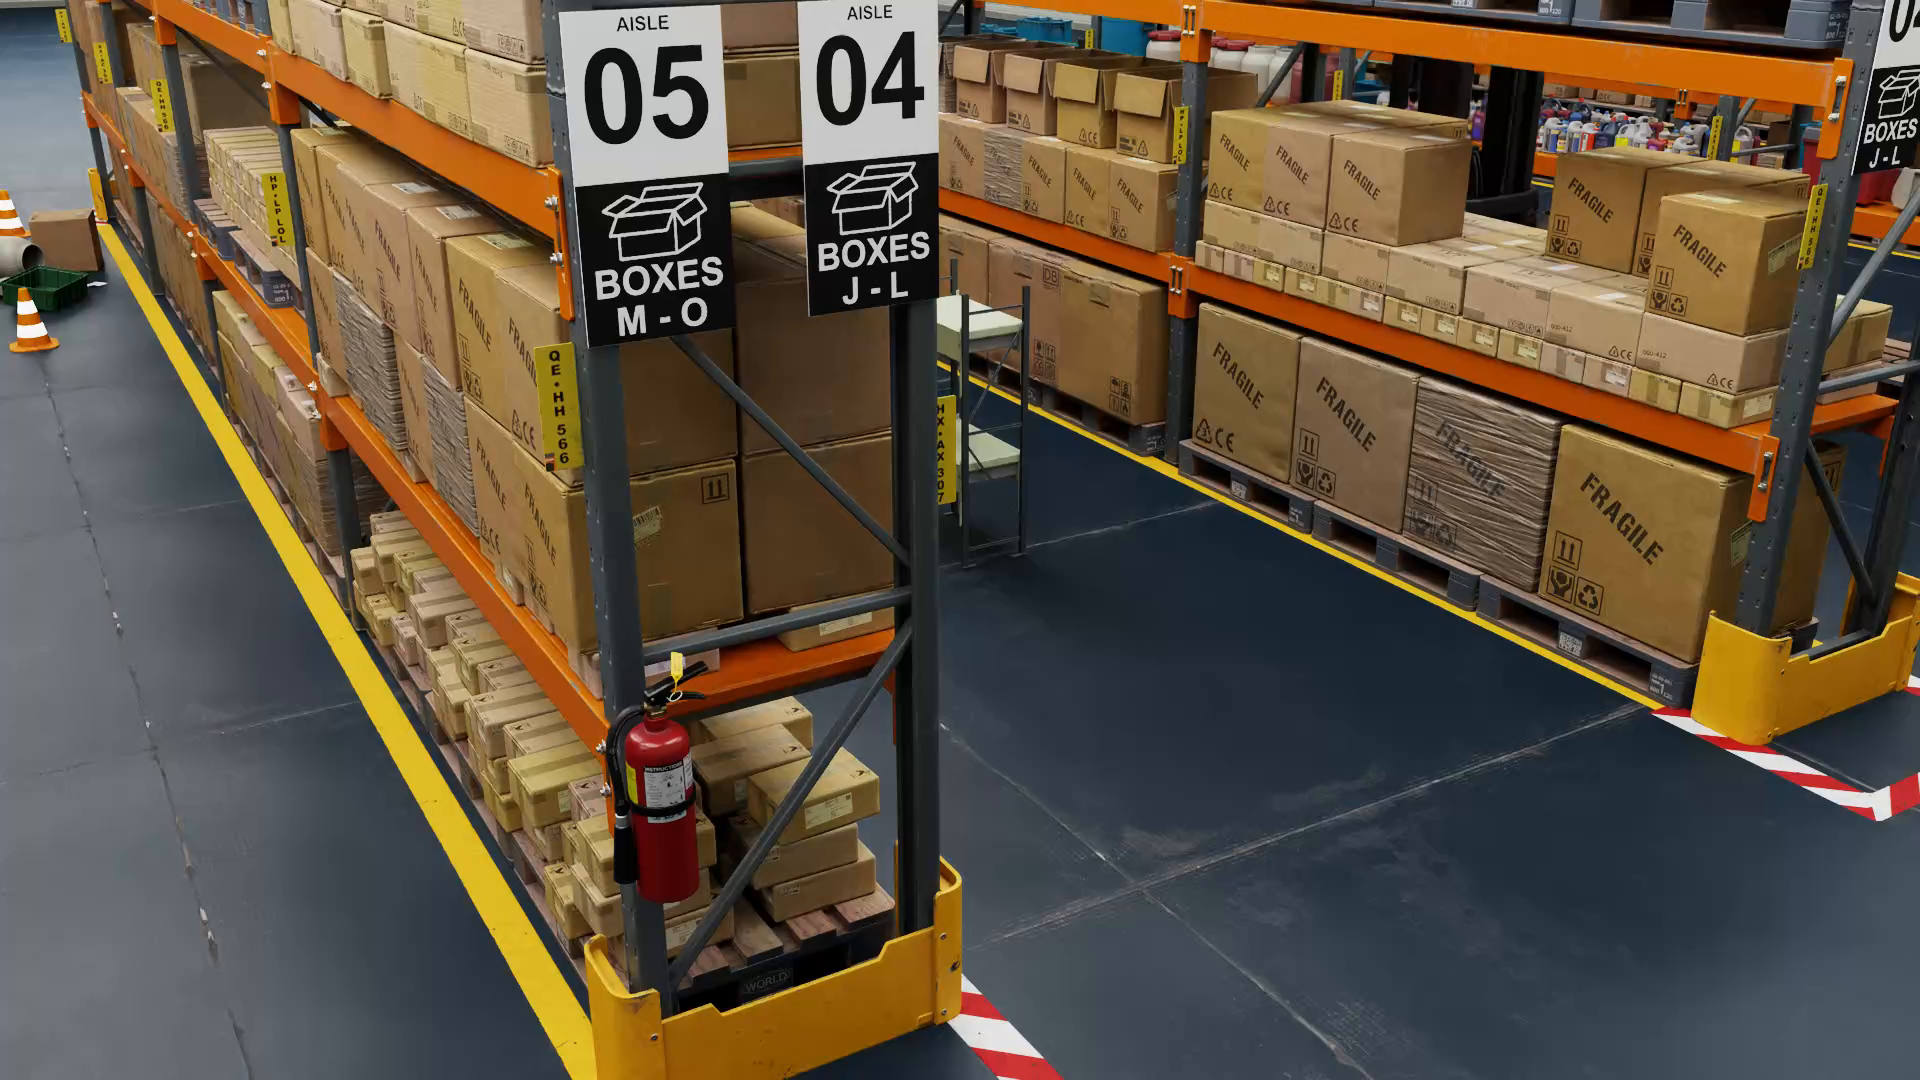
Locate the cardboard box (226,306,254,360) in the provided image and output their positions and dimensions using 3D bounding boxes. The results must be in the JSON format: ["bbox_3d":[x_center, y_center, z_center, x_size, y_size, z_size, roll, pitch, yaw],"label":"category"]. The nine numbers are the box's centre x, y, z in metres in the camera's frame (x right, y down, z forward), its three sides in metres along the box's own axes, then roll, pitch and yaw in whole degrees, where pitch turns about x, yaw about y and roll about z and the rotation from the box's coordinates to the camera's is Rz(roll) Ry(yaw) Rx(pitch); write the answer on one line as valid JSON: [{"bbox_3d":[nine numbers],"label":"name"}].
[{"bbox_3d":[-4.205,-1.290,10.268,0.500,0.250,0.500,-13,25,-29],"label":"cardboard box"}]

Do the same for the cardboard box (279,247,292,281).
[{"bbox_3d":[-3.325,-1.460,8.696,0.380,0.149,0.250,-14,26,-31],"label":"cardboard box"}]

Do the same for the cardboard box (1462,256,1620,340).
[{"bbox_3d":[2.799,-1.175,8.022,0.500,0.250,0.500,-14,26,-30],"label":"cardboard box"}]

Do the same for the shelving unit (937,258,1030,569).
[{"bbox_3d":[-0.003,-0.697,9.034,0.431,1.500,0.755,-13,25,-28],"label":"shelving unit"}]

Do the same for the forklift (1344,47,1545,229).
[{"bbox_3d":[3.272,-2.661,11.966,1.130,2.935,3.031,-13,26,-30],"label":"forklift"}]

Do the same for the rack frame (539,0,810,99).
[{"bbox_3d":[-0.522,-2.530,3.584,1.000,3.000,0.127,-13,25,-28],"label":"rack frame"}]

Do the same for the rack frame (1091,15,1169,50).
[{"bbox_3d":[1.922,-5.509,18.881,1.000,3.000,0.127,-13,25,-28],"label":"rack frame"}]

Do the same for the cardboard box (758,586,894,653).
[{"bbox_3d":[-0.406,0.198,5.174,0.380,0.149,0.250,-13,25,-29],"label":"cardboard box"}]

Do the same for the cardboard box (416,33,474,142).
[{"bbox_3d":[-1.249,-1.331,4.817,0.500,0.250,0.500,-13,25,-28],"label":"cardboard box"}]

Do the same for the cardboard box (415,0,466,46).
[{"bbox_3d":[-1.238,-1.567,4.736,0.500,0.250,0.500,-13,26,-30],"label":"cardboard box"}]

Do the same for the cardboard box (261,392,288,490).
[{"bbox_3d":[-3.680,-0.606,9.580,0.500,0.500,0.500,-13,26,-29],"label":"cardboard box"}]

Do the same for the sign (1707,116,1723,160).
[{"bbox_3d":[5.535,-2.942,12.199,0.100,0.325,0.005,-13,25,-28],"label":"sign"}]

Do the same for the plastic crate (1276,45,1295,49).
[{"bbox_3d":[3.403,-4.826,17.115,0.402,0.464,0.583,-13,25,-28],"label":"plastic crate"}]

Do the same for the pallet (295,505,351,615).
[{"bbox_3d":[-2.964,-0.005,9.044,1.003,0.211,1.213,-13,25,-28],"label":"pallet"}]

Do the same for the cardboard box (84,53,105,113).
[{"bbox_3d":[-7.989,-4.508,16.221,0.875,0.550,0.550,-13,25,-28],"label":"cardboard box"}]

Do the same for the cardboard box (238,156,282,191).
[{"bbox_3d":[-3.866,-2.082,9.435,0.380,0.149,0.250,-12,25,-27],"label":"cardboard box"}]

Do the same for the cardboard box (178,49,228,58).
[{"bbox_3d":[-5.089,-3.160,11.642,0.700,0.500,0.500,-13,25,-29],"label":"cardboard box"}]

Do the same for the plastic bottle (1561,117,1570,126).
[{"bbox_3d":[4.995,-3.355,13.753,0.097,0.271,0.097,0,22,0],"label":"plastic bottle"}]

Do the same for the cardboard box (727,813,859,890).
[{"bbox_3d":[-0.569,1.019,5.654,0.380,0.149,0.250,-11,25,-26],"label":"cardboard box"}]

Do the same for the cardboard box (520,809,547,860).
[{"bbox_3d":[-1.387,1.002,6.090,0.380,0.149,0.250,-12,25,-28],"label":"cardboard box"}]

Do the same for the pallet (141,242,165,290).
[{"bbox_3d":[-6.973,-2.604,15.438,1.003,0.211,1.213,-13,25,-28],"label":"pallet"}]

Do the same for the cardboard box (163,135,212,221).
[{"bbox_3d":[-5.069,-2.480,11.298,0.500,0.500,0.500,-13,25,-28],"label":"cardboard box"}]

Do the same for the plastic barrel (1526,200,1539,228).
[{"bbox_3d":[4.807,-2.771,14.789,0.600,0.588,0.708,-13,25,-28],"label":"plastic barrel"}]

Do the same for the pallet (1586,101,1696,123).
[{"bbox_3d":[10.065,-6.333,24.612,1.003,0.211,1.213,-13,25,-28],"label":"pallet"}]

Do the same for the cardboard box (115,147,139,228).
[{"bbox_3d":[-7.841,-3.649,16.569,0.875,0.875,0.875,-13,26,-29],"label":"cardboard box"}]

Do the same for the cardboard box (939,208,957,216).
[{"bbox_3d":[0.042,-2.244,13.113,1.225,0.875,0.875,-14,26,-31],"label":"cardboard box"}]

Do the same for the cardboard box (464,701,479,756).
[{"bbox_3d":[-1.694,0.703,6.433,0.380,0.149,0.250,-11,25,-26],"label":"cardboard box"}]

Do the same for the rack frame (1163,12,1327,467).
[{"bbox_3d":[1.750,-1.966,10.166,1.000,3.000,0.127,-13,25,-28],"label":"rack frame"}]

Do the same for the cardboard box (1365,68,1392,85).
[{"bbox_3d":[5.512,-6.001,22.189,0.500,0.500,0.500,-13,25,-28],"label":"cardboard box"}]

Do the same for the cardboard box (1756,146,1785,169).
[{"bbox_3d":[8.485,-3.841,17.512,0.500,0.500,0.500,-14,26,-30],"label":"cardboard box"}]

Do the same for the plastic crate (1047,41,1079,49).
[{"bbox_3d":[1.123,-5.746,19.662,0.499,0.251,0.616,-13,25,-28],"label":"plastic crate"}]

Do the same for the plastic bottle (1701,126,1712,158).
[{"bbox_3d":[5.995,-3.169,13.295,0.097,0.271,0.097,0,22,0],"label":"plastic bottle"}]

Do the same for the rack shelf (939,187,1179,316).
[{"bbox_3d":[0.729,-2.281,11.894,1.077,0.370,4.000,-13,25,-28],"label":"rack shelf"}]

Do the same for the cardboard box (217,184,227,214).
[{"bbox_3d":[-4.417,-2.148,10.388,0.380,0.149,0.250,-11,25,-26],"label":"cardboard box"}]

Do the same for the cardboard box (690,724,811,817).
[{"bbox_3d":[-0.742,0.799,5.800,0.380,0.149,0.250,-12,25,-27],"label":"cardboard box"}]

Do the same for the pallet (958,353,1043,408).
[{"bbox_3d":[0.664,-1.305,12.243,1.003,0.211,1.213,-13,25,-28],"label":"pallet"}]

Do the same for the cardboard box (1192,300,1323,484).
[{"bbox_3d":[2.019,-0.948,9.923,0.875,0.875,0.875,-13,25,-28],"label":"cardboard box"}]

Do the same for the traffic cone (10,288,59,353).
[{"bbox_3d":[-7.265,-1.735,12.966,0.336,0.463,0.334,-13,25,-28],"label":"traffic cone"}]

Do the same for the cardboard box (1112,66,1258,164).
[{"bbox_3d":[1.417,-2.683,10.463,0.797,0.503,0.637,-13,26,-30],"label":"cardboard box"}]

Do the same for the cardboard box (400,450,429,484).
[{"bbox_3d":[-1.987,-0.357,6.540,0.380,0.149,0.250,-11,25,-26],"label":"cardboard box"}]

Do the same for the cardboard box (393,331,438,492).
[{"bbox_3d":[-1.745,-0.524,6.089,0.500,0.500,0.500,-11,25,-26],"label":"cardboard box"}]

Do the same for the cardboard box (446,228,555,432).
[{"bbox_3d":[-1.228,-0.662,5.101,0.500,0.500,0.500,-14,26,-30],"label":"cardboard box"}]

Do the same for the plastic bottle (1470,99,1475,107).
[{"bbox_3d":[4.700,-3.957,15.328,0.097,0.201,0.097,0,22,0],"label":"plastic bottle"}]

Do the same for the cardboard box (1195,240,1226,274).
[{"bbox_3d":[1.616,-1.690,9.820,0.380,0.149,0.250,-13,25,-28],"label":"cardboard box"}]

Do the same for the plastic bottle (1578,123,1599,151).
[{"bbox_3d":[5.085,-3.209,13.387,0.152,0.276,0.135,-13,25,-28],"label":"plastic bottle"}]

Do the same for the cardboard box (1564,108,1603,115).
[{"bbox_3d":[7.413,-5.072,20.156,0.500,0.311,0.500,-13,25,-29],"label":"cardboard box"}]

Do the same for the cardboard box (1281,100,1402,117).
[{"bbox_3d":[2.215,-2.285,9.757,0.500,0.500,0.500,-12,25,-27],"label":"cardboard box"}]

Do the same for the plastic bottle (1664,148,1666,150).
[{"bbox_3d":[5.431,-2.980,12.922,0.097,0.201,0.097,0,22,0],"label":"plastic bottle"}]

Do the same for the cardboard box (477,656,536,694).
[{"bbox_3d":[-1.633,0.547,6.421,0.380,0.149,0.250,-14,26,-30],"label":"cardboard box"}]

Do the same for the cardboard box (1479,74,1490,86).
[{"bbox_3d":[8.672,-7.426,26.585,0.500,0.311,0.500,-16,27,-34],"label":"cardboard box"}]

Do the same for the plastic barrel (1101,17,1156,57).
[{"bbox_3d":[1.859,-5.558,18.336,0.600,0.901,0.708,-13,25,-28],"label":"plastic barrel"}]

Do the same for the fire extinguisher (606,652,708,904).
[{"bbox_3d":[-0.790,0.629,4.379,0.296,0.674,0.183,-13,25,-28],"label":"fire extinguisher"}]

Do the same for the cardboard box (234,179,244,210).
[{"bbox_3d":[-3.999,-2.025,9.691,0.380,0.149,0.250,-13,25,-28],"label":"cardboard box"}]

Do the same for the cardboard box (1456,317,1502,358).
[{"bbox_3d":[2.673,-1.021,8.174,0.380,0.149,0.250,-13,25,-28],"label":"cardboard box"}]

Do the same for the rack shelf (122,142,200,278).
[{"bbox_3d":[-5.630,-2.654,12.813,1.077,0.370,4.000,-13,25,-28],"label":"rack shelf"}]

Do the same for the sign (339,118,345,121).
[{"bbox_3d":[-4.147,-2.947,11.146,0.100,0.325,0.005,-13,25,-28],"label":"sign"}]
